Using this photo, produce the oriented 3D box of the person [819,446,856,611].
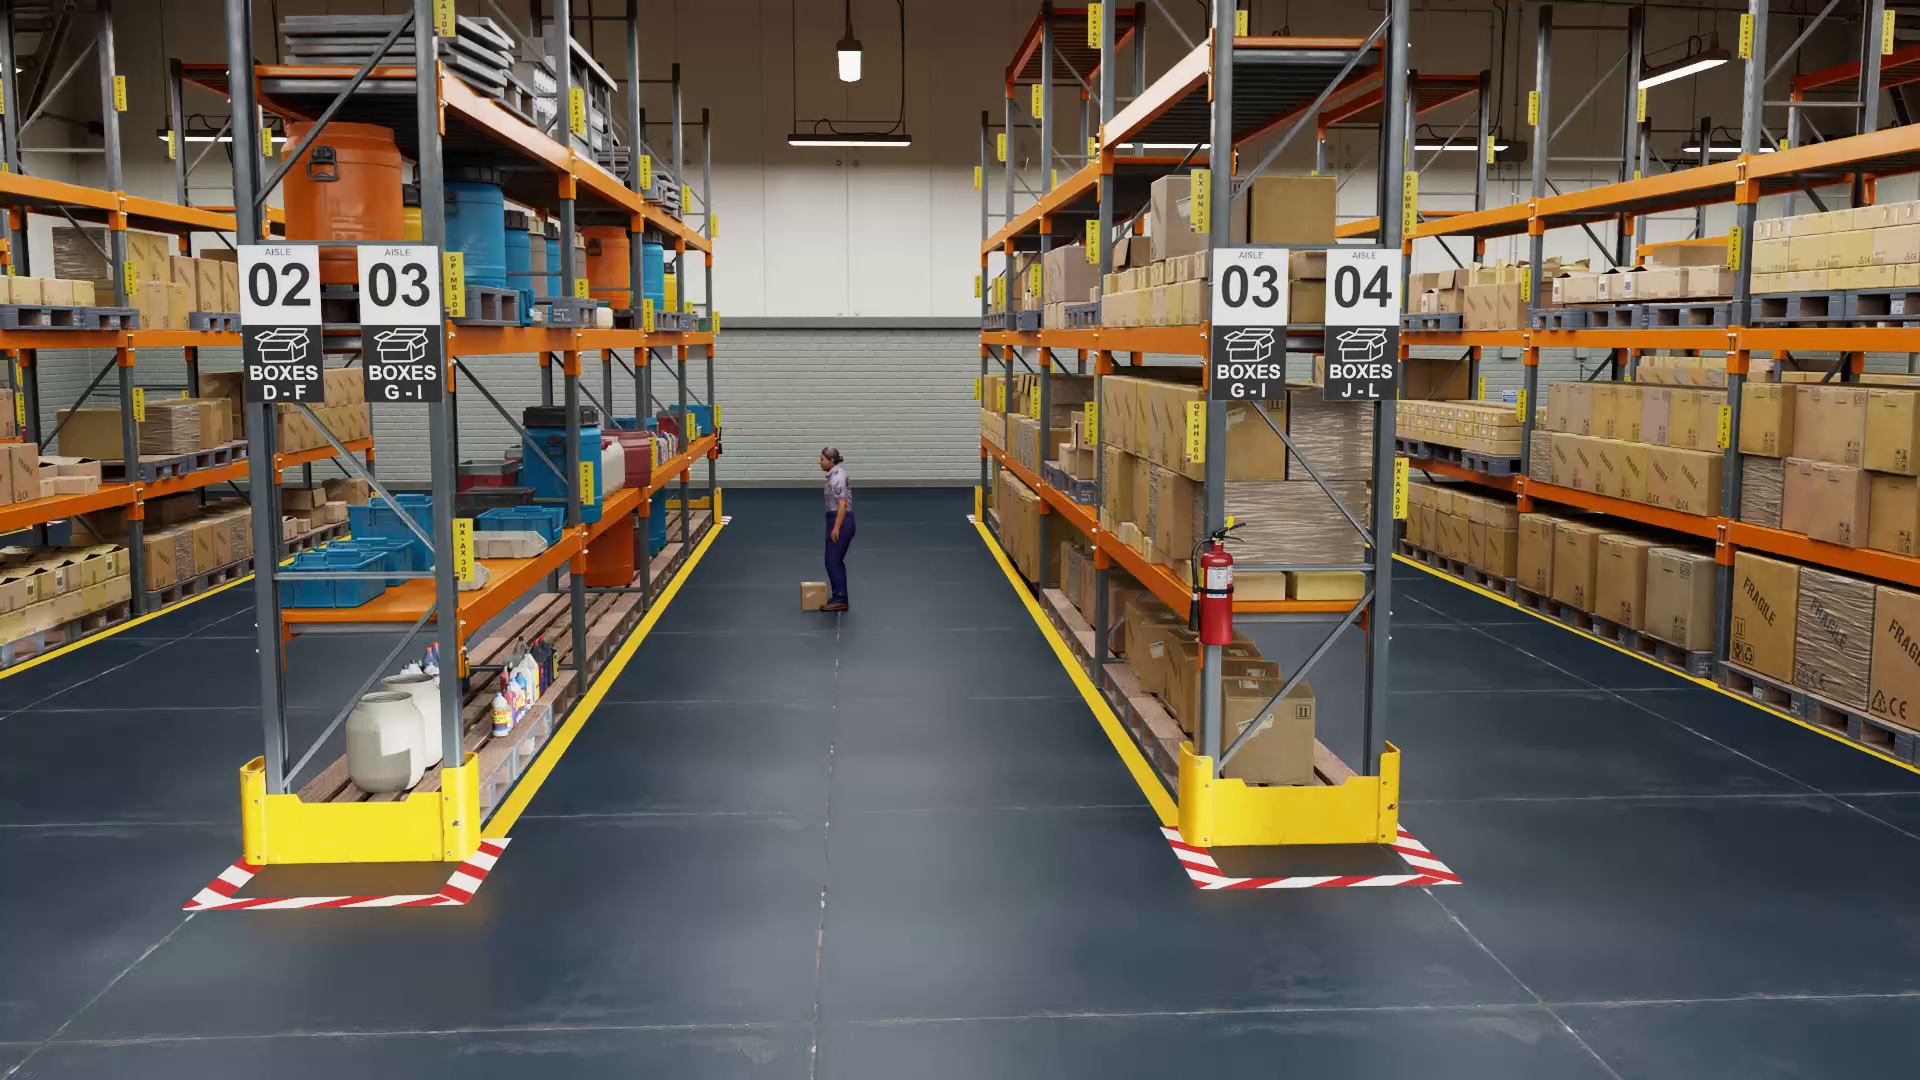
[{"bbox_3d":[-1.250,-0.128,16.837,0.377,1.651,0.557,-1,7,-7],"label":"person"}]
